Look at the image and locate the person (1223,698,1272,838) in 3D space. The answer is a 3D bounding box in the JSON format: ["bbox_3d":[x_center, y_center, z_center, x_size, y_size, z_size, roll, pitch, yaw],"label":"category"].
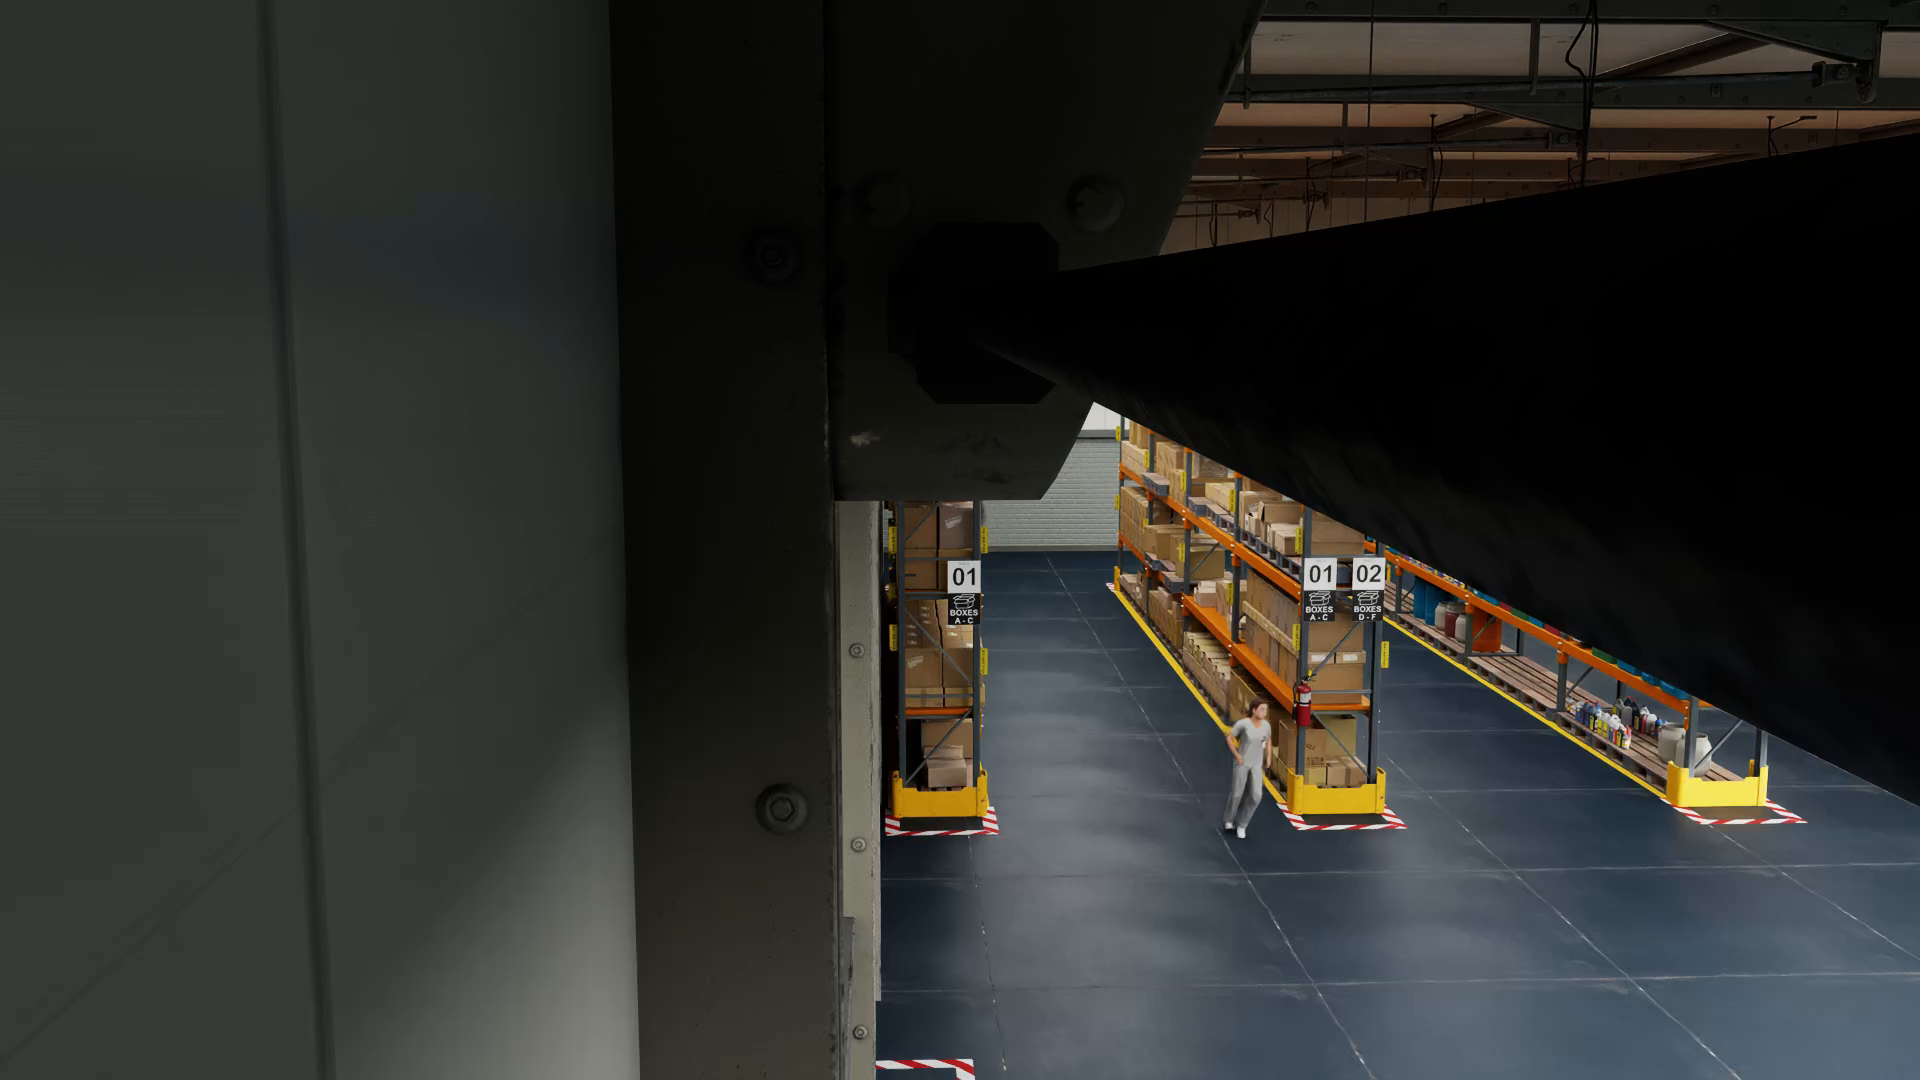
[{"bbox_3d":[3.477,2.688,19.809,0.611,1.630,0.557,-2,8,-14],"label":"person"}]
